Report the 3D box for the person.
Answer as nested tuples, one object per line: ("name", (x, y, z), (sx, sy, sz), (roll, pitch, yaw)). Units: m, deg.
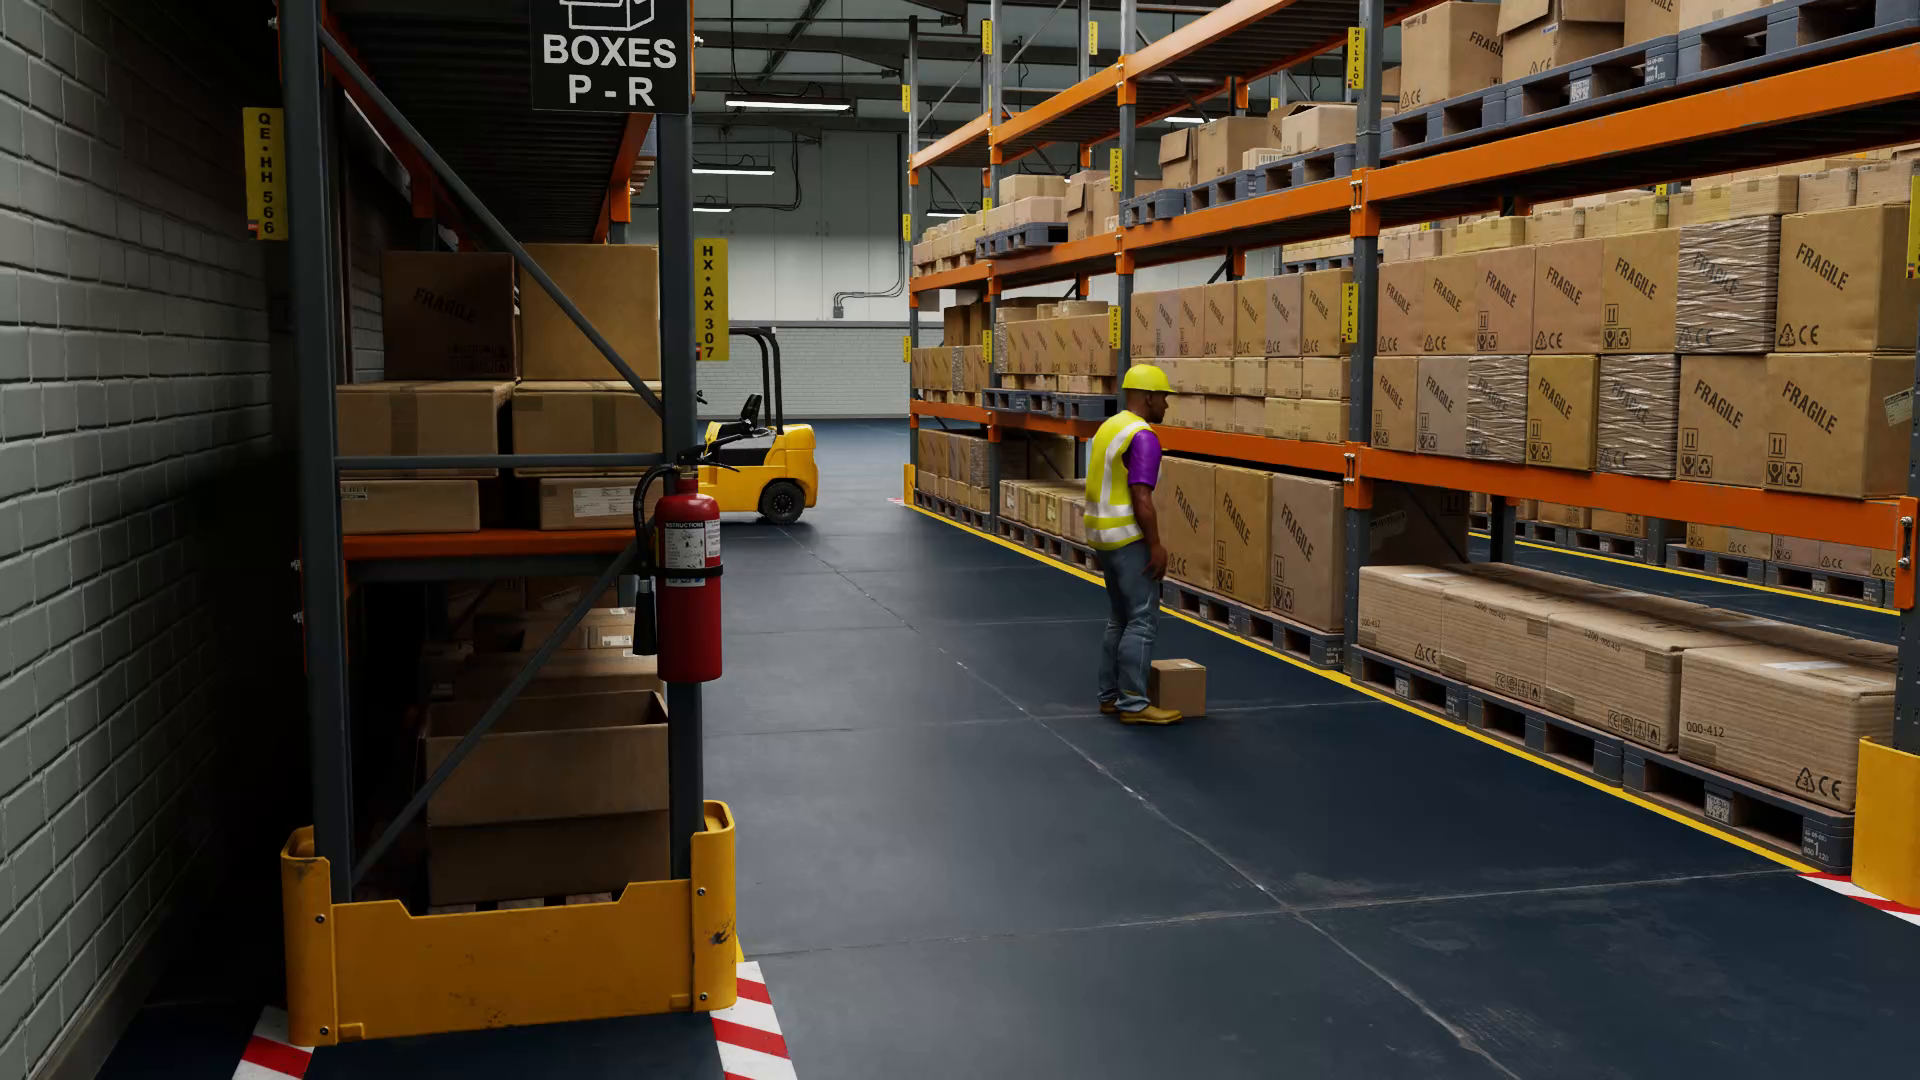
("person", (0.866, 0.009, 8.281), (0.459, 1.761, 0.626), (-1, 6, -14))
